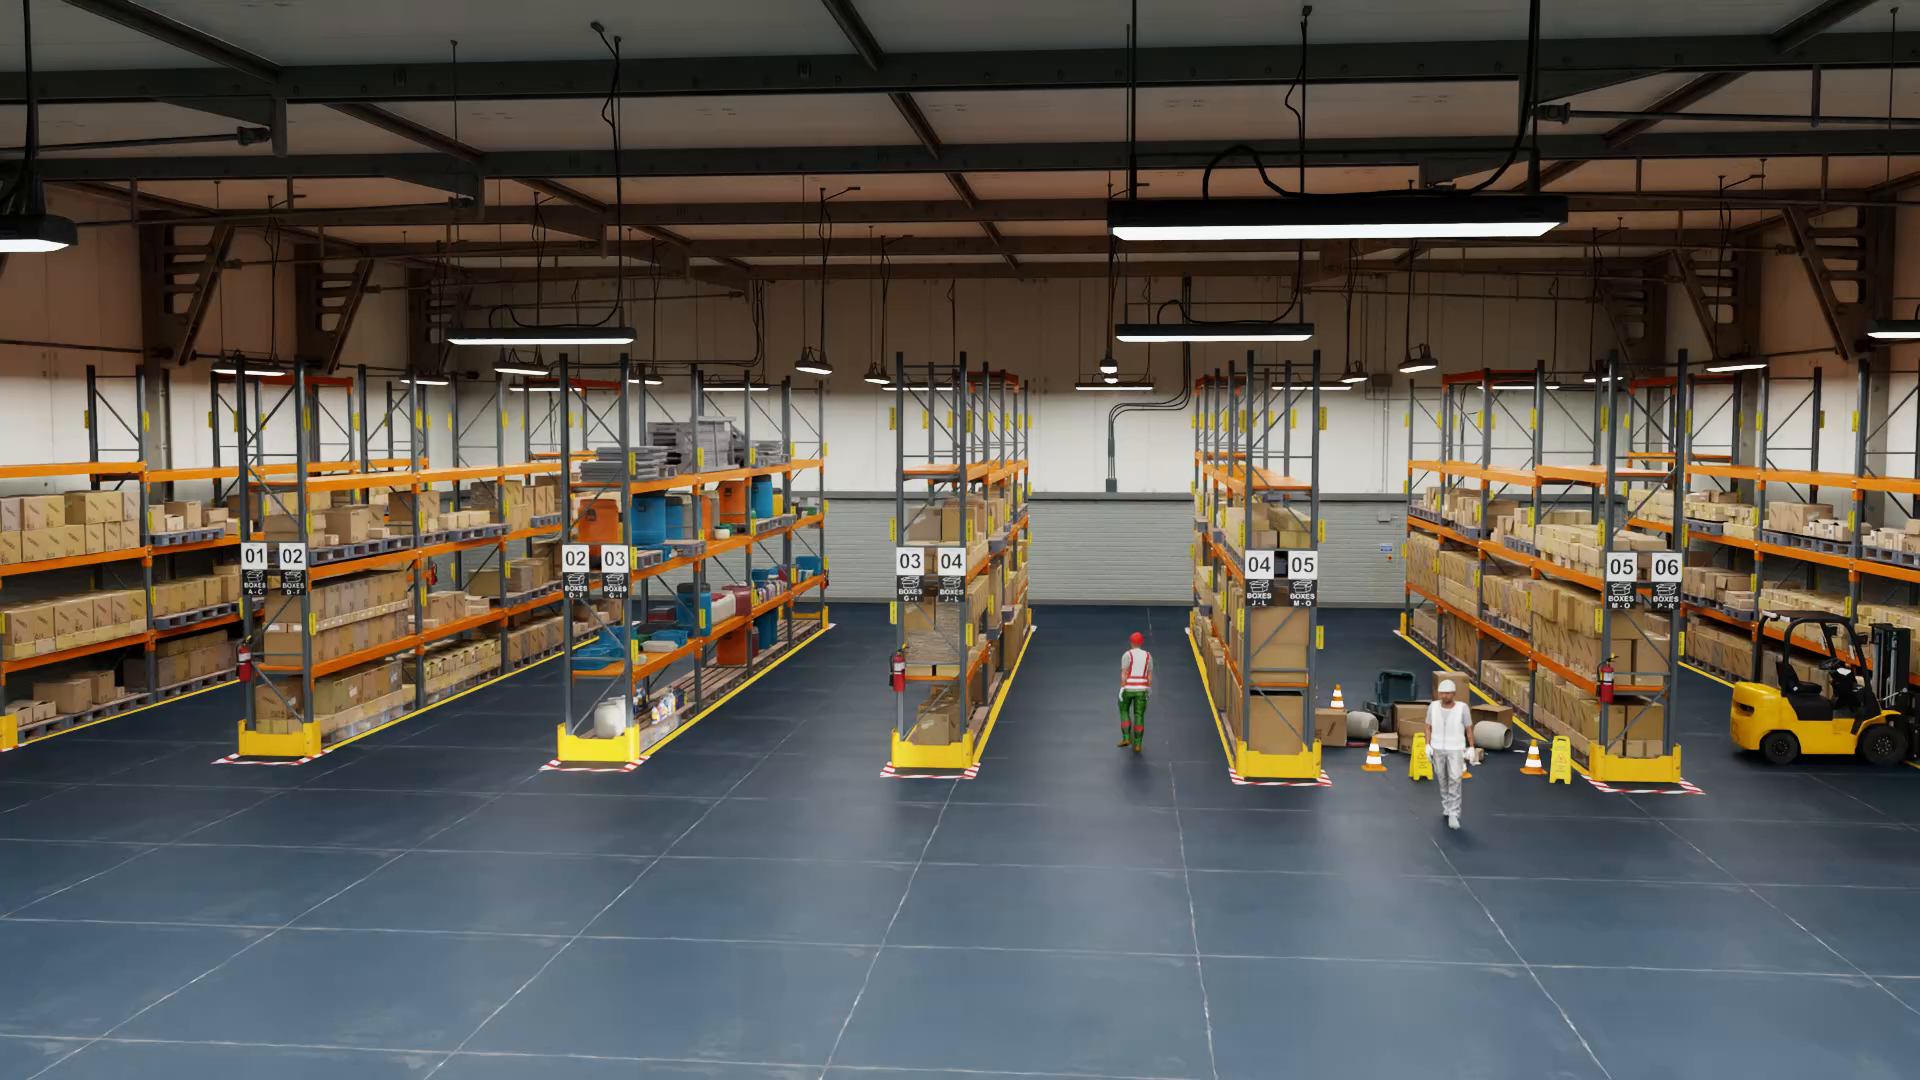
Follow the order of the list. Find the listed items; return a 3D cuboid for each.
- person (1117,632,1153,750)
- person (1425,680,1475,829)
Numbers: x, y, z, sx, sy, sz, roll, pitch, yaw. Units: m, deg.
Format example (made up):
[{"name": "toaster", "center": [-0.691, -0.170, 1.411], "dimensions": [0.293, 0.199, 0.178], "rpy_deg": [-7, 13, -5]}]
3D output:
[{"name": "person", "center": [2.684, 2.315, 25.408], "dimensions": [0.554, 1.808, 0.537], "rpy_deg": [0, 4, -5]}, {"name": "person", "center": [6.085, 2.630, 20.793], "dimensions": [0.595, 1.761, 0.831], "rpy_deg": [3, 5, 34]}]
